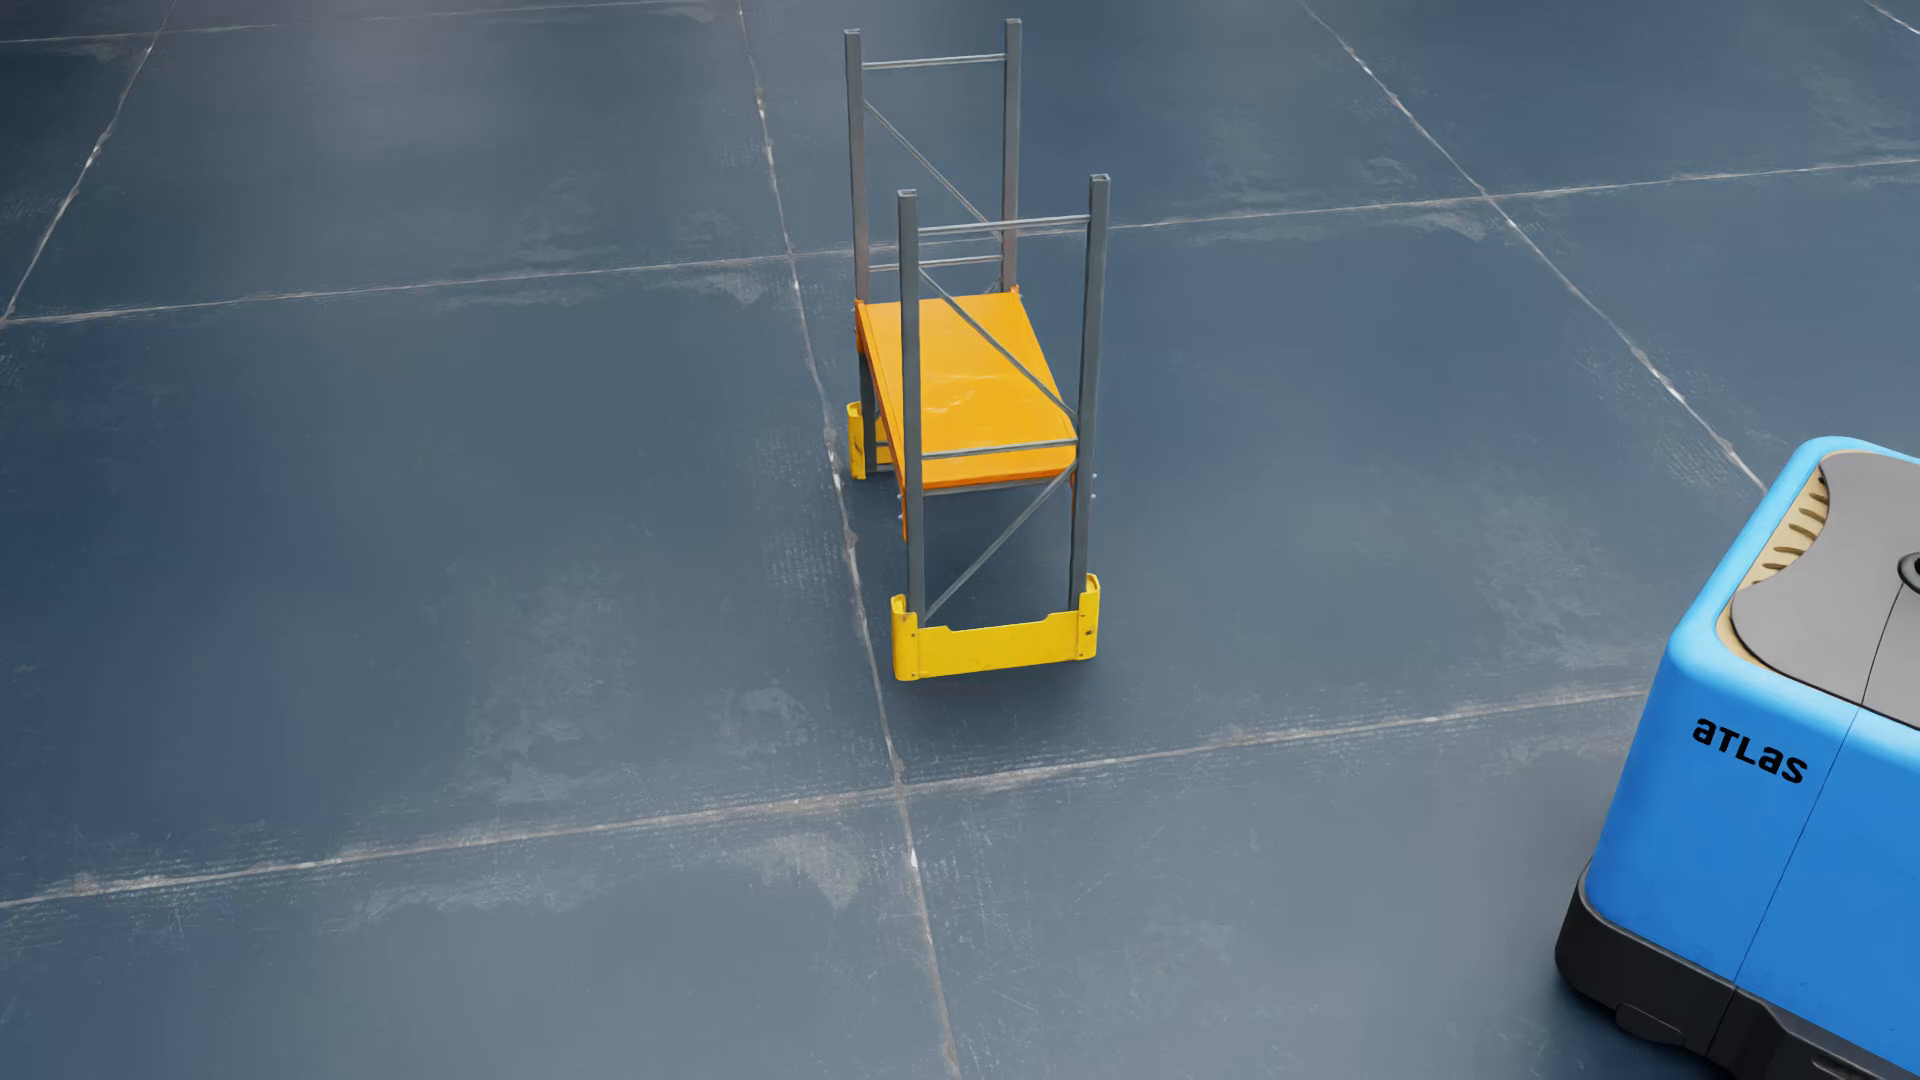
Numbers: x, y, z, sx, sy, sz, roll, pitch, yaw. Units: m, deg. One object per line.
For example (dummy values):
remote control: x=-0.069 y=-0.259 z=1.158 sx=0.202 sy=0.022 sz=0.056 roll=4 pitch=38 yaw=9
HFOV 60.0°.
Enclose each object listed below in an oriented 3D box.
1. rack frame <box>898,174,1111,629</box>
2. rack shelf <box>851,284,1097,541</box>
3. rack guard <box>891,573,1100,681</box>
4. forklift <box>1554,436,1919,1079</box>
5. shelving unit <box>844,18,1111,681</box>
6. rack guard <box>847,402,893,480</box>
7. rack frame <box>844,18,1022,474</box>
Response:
rack frame: x=0.104 y=-0.234 z=4.328 sx=0.500 sy=1.500 sz=0.032 roll=-6 pitch=38 yaw=-8
rack shelf: x=0.015 y=-0.399 z=4.834 sx=0.538 sy=0.185 sz=1.000 roll=-6 pitch=38 yaw=-8
rack guard: x=0.101 y=0.248 z=4.727 sx=0.587 sy=0.250 sz=0.087 roll=-6 pitch=38 yaw=-8
forklift: x=2.857 y=0.217 z=2.582 sx=3.031 sy=2.935 sz=1.130 roll=26 pitch=45 yaw=29
shelving unit: x=0.013 y=-0.546 z=4.731 sx=0.587 sy=1.500 sz=1.083 roll=-6 pitch=38 yaw=-8
rack guard: x=-0.074 y=-0.353 z=5.501 sx=0.587 sy=0.250 sz=0.087 roll=-6 pitch=38 yaw=-8
rack frame: x=-0.074 y=-0.848 z=5.119 sx=0.500 sy=1.500 sz=0.032 roll=-6 pitch=38 yaw=-8
